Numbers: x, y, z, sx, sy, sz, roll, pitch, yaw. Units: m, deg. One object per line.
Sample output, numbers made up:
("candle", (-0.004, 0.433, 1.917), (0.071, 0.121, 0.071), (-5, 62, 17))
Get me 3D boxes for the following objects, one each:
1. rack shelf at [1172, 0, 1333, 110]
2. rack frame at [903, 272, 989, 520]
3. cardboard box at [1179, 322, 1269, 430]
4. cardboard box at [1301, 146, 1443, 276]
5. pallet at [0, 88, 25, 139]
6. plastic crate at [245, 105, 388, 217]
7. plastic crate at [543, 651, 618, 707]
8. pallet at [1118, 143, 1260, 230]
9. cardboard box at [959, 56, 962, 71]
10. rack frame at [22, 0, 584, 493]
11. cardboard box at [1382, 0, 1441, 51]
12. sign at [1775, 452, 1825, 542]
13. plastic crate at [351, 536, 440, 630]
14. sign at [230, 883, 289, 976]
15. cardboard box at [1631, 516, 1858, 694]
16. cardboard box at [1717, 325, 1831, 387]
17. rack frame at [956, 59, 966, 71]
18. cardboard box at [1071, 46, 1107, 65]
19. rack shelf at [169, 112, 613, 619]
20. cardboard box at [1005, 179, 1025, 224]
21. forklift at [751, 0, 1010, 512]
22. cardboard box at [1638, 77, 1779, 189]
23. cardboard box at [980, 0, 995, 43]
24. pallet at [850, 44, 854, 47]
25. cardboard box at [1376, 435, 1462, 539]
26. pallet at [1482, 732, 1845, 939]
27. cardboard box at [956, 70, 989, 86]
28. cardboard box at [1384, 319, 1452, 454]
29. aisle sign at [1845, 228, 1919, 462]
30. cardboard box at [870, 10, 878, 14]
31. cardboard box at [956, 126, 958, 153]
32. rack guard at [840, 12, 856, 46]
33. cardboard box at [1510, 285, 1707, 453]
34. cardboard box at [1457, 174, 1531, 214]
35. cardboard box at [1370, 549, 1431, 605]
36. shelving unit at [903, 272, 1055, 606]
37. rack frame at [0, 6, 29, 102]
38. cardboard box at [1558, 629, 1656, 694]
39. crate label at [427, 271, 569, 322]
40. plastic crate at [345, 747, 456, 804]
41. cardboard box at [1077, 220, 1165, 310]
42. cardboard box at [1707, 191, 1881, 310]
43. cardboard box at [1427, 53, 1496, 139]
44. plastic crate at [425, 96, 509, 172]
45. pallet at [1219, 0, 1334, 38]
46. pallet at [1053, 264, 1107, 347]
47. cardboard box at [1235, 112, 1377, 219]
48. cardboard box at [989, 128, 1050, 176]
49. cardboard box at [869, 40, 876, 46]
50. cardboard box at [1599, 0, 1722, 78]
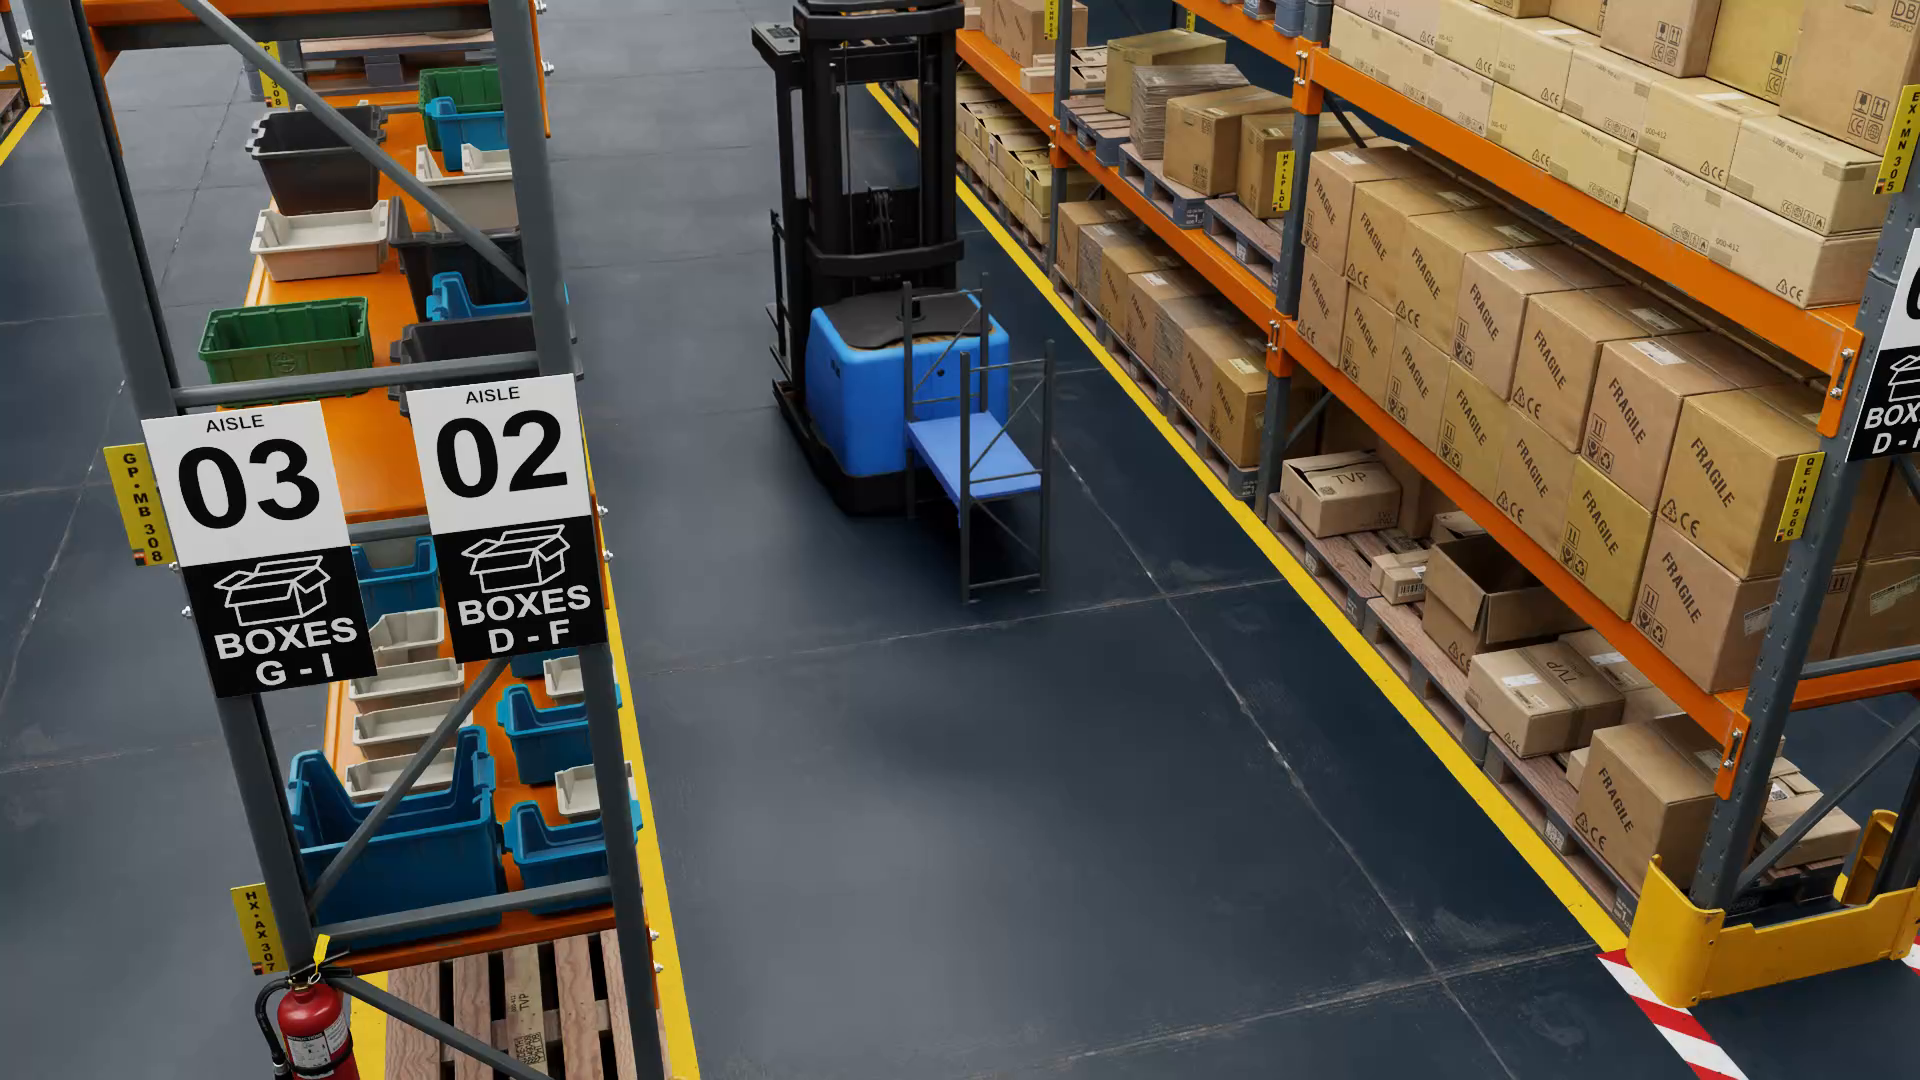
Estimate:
("rack shelf", (1.740, -3.452, 10.443), (1.077, 0.370, 4.000), (-8, 31, -13))
("rack frame", (-0.077, -0.816, 9.662), (0.500, 1.500, 0.032), (-9, 31, -16))
("cardboard box", (1.740, -1.048, 10.622), (0.500, 0.500, 0.500), (-8, 31, -13))
("cardboard box", (2.125, -1.710, 8.612), (0.500, 0.500, 0.500), (-7, 31, -12))
("pallet", (-10.265, -4.339, 17.036), (1.003, 0.211, 1.213), (-8, 31, -13))
("plastic crate", (-2.441, -1.448, 6.393), (0.497, 0.269, 0.590), (-8, 31, -13))
("plastic crate", (-1.378, 0.521, 6.059), (0.250, 0.136, 0.298), (-8, 31, -13))
("pallet", (1.730, -2.409, 11.110), (1.003, 0.211, 1.213), (-8, 31, -13))
("cardboard box", (0.186, -5.185, 17.291), (0.500, 0.500, 0.500), (-8, 31, -13))
("rack frame", (-1.444, -1.507, 3.370), (1.000, 3.000, 0.127), (-8, 31, -13))
("cardboard box", (2.295, -2.440, 7.627), (0.500, 0.250, 0.500), (-8, 31, -13))
("sign", (2.792, -0.141, 5.528), (0.100, 0.325, 0.005), (-8, 31, -13))
("plastic crate", (-2.237, 0.178, 6.555), (0.416, 0.233, 0.300), (-8, 31, -13))
("sign", (-1.970, 1.100, 4.693), (0.100, 0.325, 0.005), (-8, 31, -13))
("cardboard box", (2.951, 0.209, 6.294), (0.500, 0.500, 0.500), (-7, 31, -12))
("cardboard box", (3.323, -0.544, 6.598), (0.500, 0.500, 0.500), (-8, 31, -13))
("rack frame", (0.147, -5.363, 16.021), (1.000, 3.000, 0.127), (-8, 31, -13))
("cardboard box", (1.158, -3.850, 13.497), (0.500, 0.311, 0.500), (-8, 31, -14))
("rack shelf", (-1.975, -0.863, 5.971), (1.077, 0.370, 4.000), (-8, 31, -13))
("cardboard box", (0.694, -2.893, 14.079), (0.500, 0.250, 0.500), (-8, 31, -14))
("forklift", (-0.639, -2.158, 10.552), (1.130, 2.935, 3.031), (-9, 31, -16))
("cardboard box", (2.817, -1.473, 5.956), (0.500, 0.250, 0.500), (-8, 31, -13))
("cardboard box", (0.475, -4.779, 14.912), (0.500, 0.500, 0.500), (-6, 31, -10))
("pallet", (-0.671, -5.724, 19.429), (1.003, 0.211, 1.213), (-8, 31, -13))
("cardboard box", (2.696, -0.370, 9.451), (0.500, 0.500, 0.500), (-8, 31, -13))
("pallet", (3.100, 1.218, 7.435), (1.003, 0.211, 1.213), (-8, 31, -13))
("cardboard box", (0.017, -4.365, 16.062), (0.500, 0.311, 0.500), (-8, 31, -13))
("cardboard box", (2.413, -0.771, 7.988), (0.500, 0.500, 0.500), (-8, 31, -14))
("aisle sign", (3.055, -0.619, 5.229), (0.394, 0.787, 0.004), (-8, 31, -13))
("cardboard box", (-0.707, -5.842, 18.425), (0.500, 0.500, 0.500), (-8, 31, -13))
("cardboard box", (0.150, -3.880, 15.785), (0.500, 0.250, 0.500), (-7, 31, -12))
("rack guard", (-0.921, -6.225, 20.005), (1.175, 0.500, 0.348), (-8, 31, -13))
("cardboard box", (2.672, -0.715, 6.894), (0.500, 0.500, 0.500), (-7, 31, -12))
("cardboard box", (2.793, -1.518, 8.281), (0.500, 0.500, 0.500), (-8, 31, -14))
("cardboard box", (2.413, 0.185, 8.826), (0.380, 0.166, 0.250), (-8, 31, -13))
("shelving unit", (0.083, -0.574, 9.245), (0.538, 1.500, 1.048), (-9, 31, -16))
("rack frame", (-10.466, -5.980, 17.086), (1.000, 3.000, 0.127), (-8, 31, -13))
("cardboard box", (3.196, 0.649, 7.940), (0.500, 0.250, 0.500), (-8, 31, -13))
("crate label", (-1.378, -0.633, 5.003), (0.408, 0.251, 0.502), (-8, 31, -13))
("plastic crate", (-1.835, 0.808, 5.563), (0.396, 0.136, 0.243), (-8, 31, -13))
("cardboard box", (1.199, -2.030, 12.318), (0.500, 0.500, 0.500), (-9, 31, -15))
("cardboard box", (2.942, -1.014, 5.662), (0.500, 0.250, 0.500), (-8, 31, -13))
("cardboard box", (2.421, -1.981, 7.334), (0.500, 0.250, 0.500), (-8, 31, -13))
("plastic crate", (-1.956, -1.671, 6.815), (0.416, 0.233, 0.300), (-8, 31, -13))
("pallet", (2.165, -3.040, 9.202), (1.213, 0.211, 1.003), (-8, 31, -13))
("pallet", (1.371, -1.859, 12.750), (1.003, 0.211, 1.213), (-8, 31, -13))
("cardboard box", (2.117, -2.306, 10.221), (0.700, 0.500, 0.500), (-3, 30, -5))
("cardboard box", (0.557, -3.380, 14.361), (0.500, 0.311, 0.500), (-8, 31, -14))
("cardboard box", (-0.718, -5.516, 18.610), (0.500, 0.250, 0.500), (-8, 31, -13))
("cardboard box", (2.893, -2.067, 6.235), (0.700, 0.500, 0.500), (-8, 31, -13))
